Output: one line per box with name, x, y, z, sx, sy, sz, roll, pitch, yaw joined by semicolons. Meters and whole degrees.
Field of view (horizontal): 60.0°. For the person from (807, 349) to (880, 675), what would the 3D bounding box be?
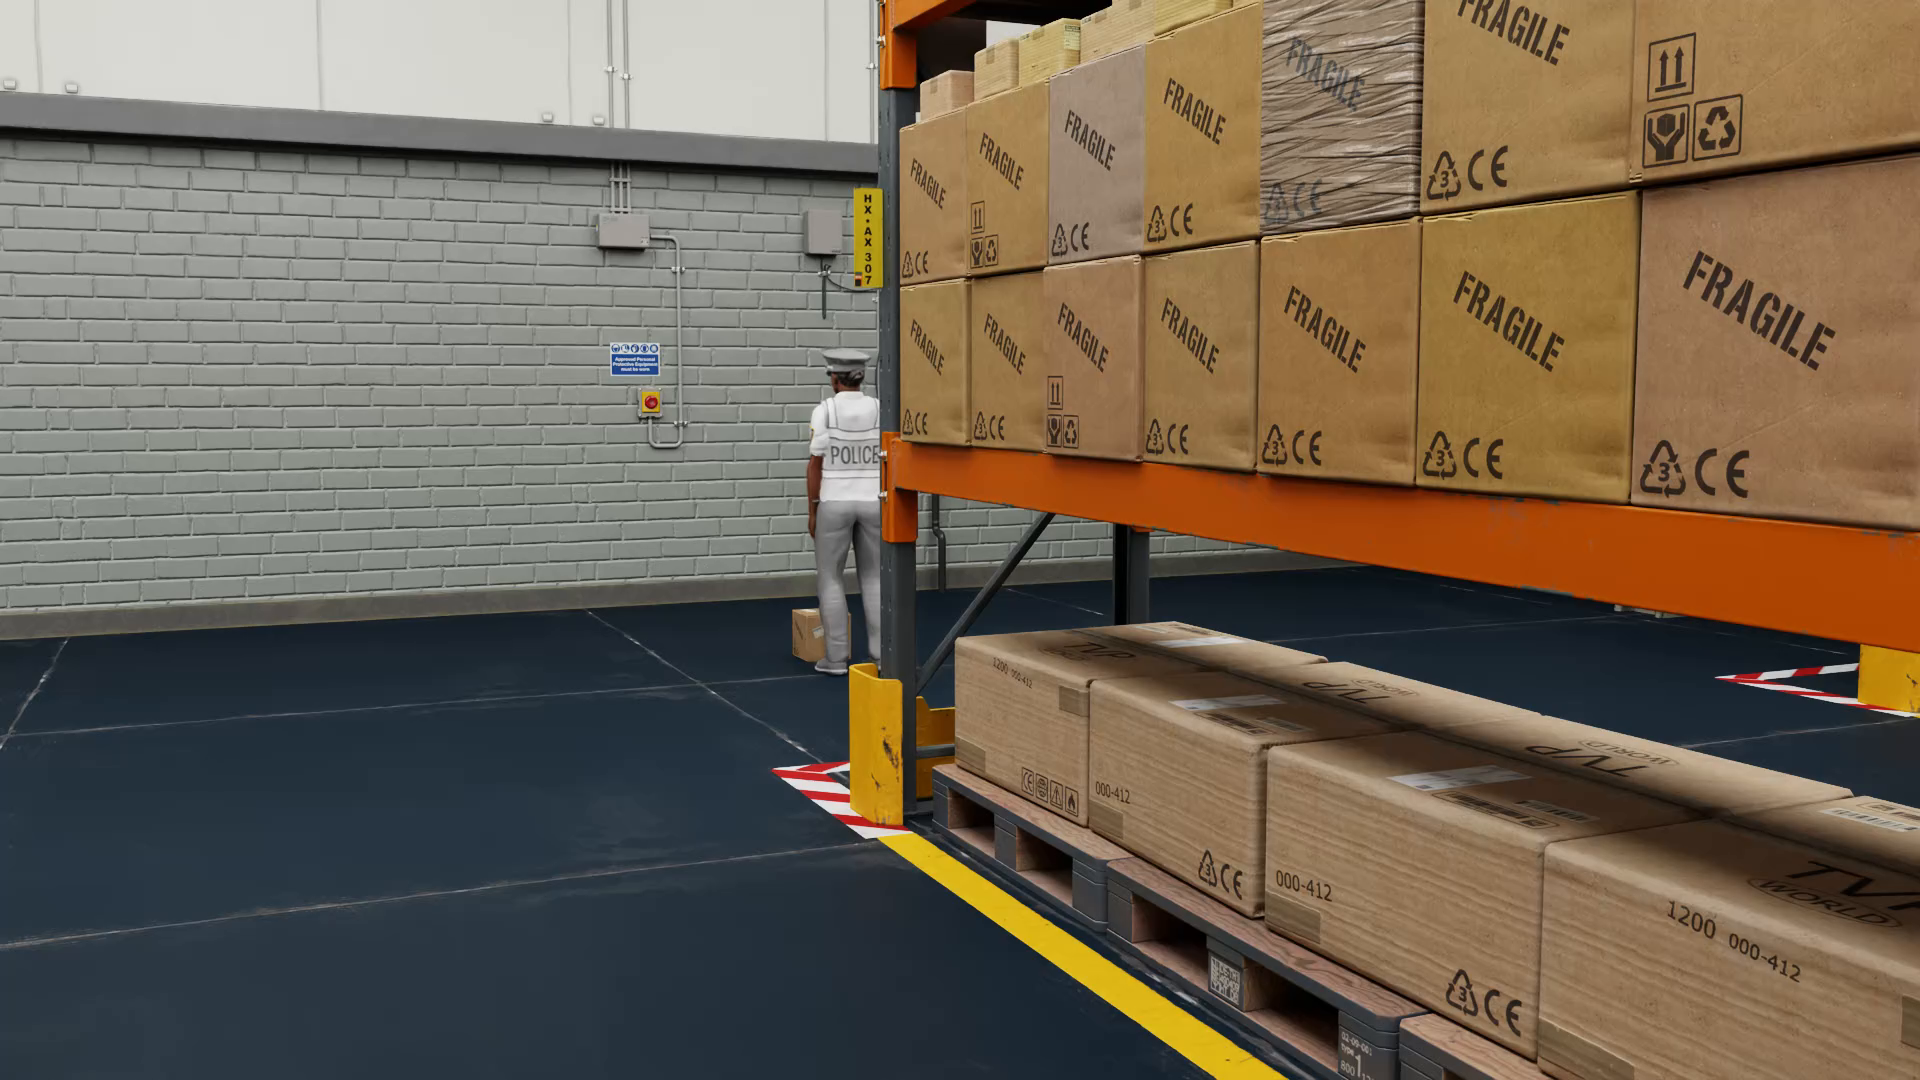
person;-0.576;-0.137;8.513;0.438;1.669;0.341;-2;6;-22
